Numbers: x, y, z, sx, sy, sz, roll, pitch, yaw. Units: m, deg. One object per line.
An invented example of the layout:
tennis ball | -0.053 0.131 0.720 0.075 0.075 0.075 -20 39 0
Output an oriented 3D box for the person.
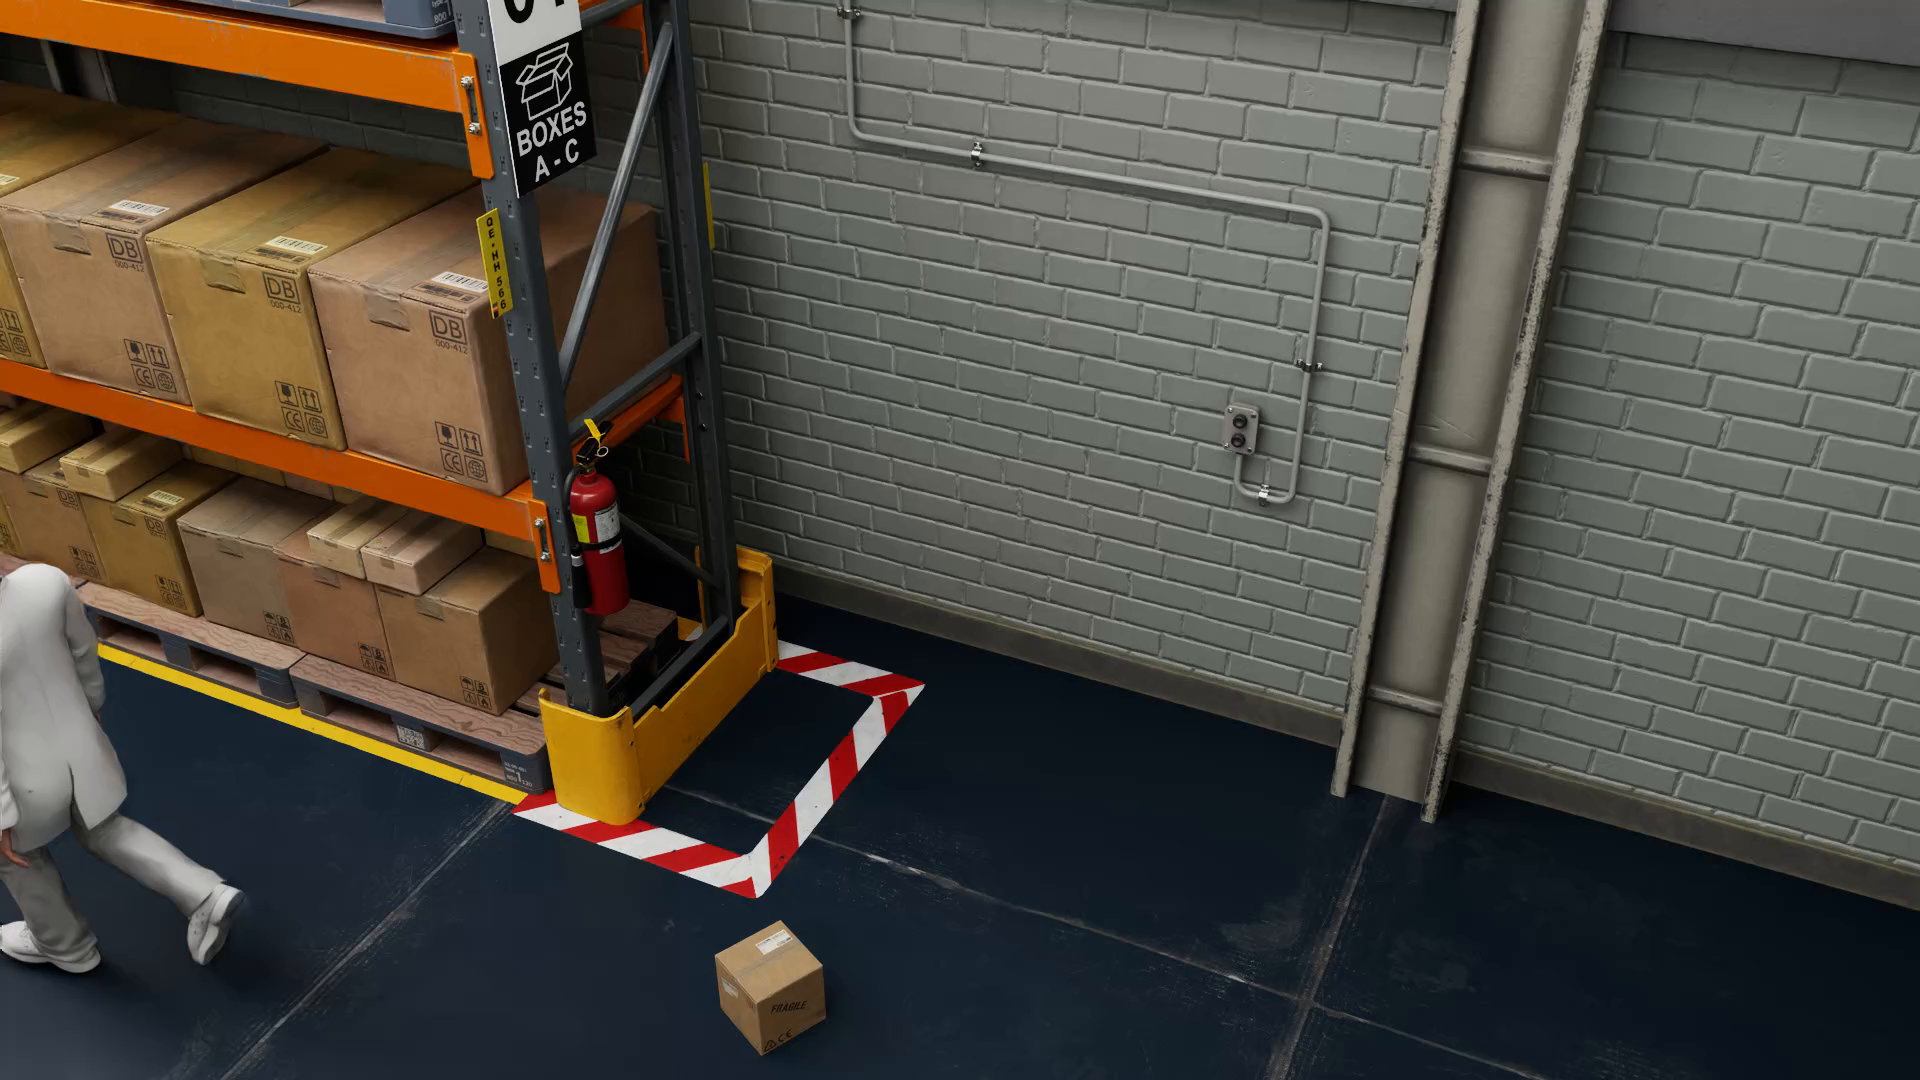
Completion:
person | -2.789 0.677 5.115 0.893 1.746 0.629 12 35 17
